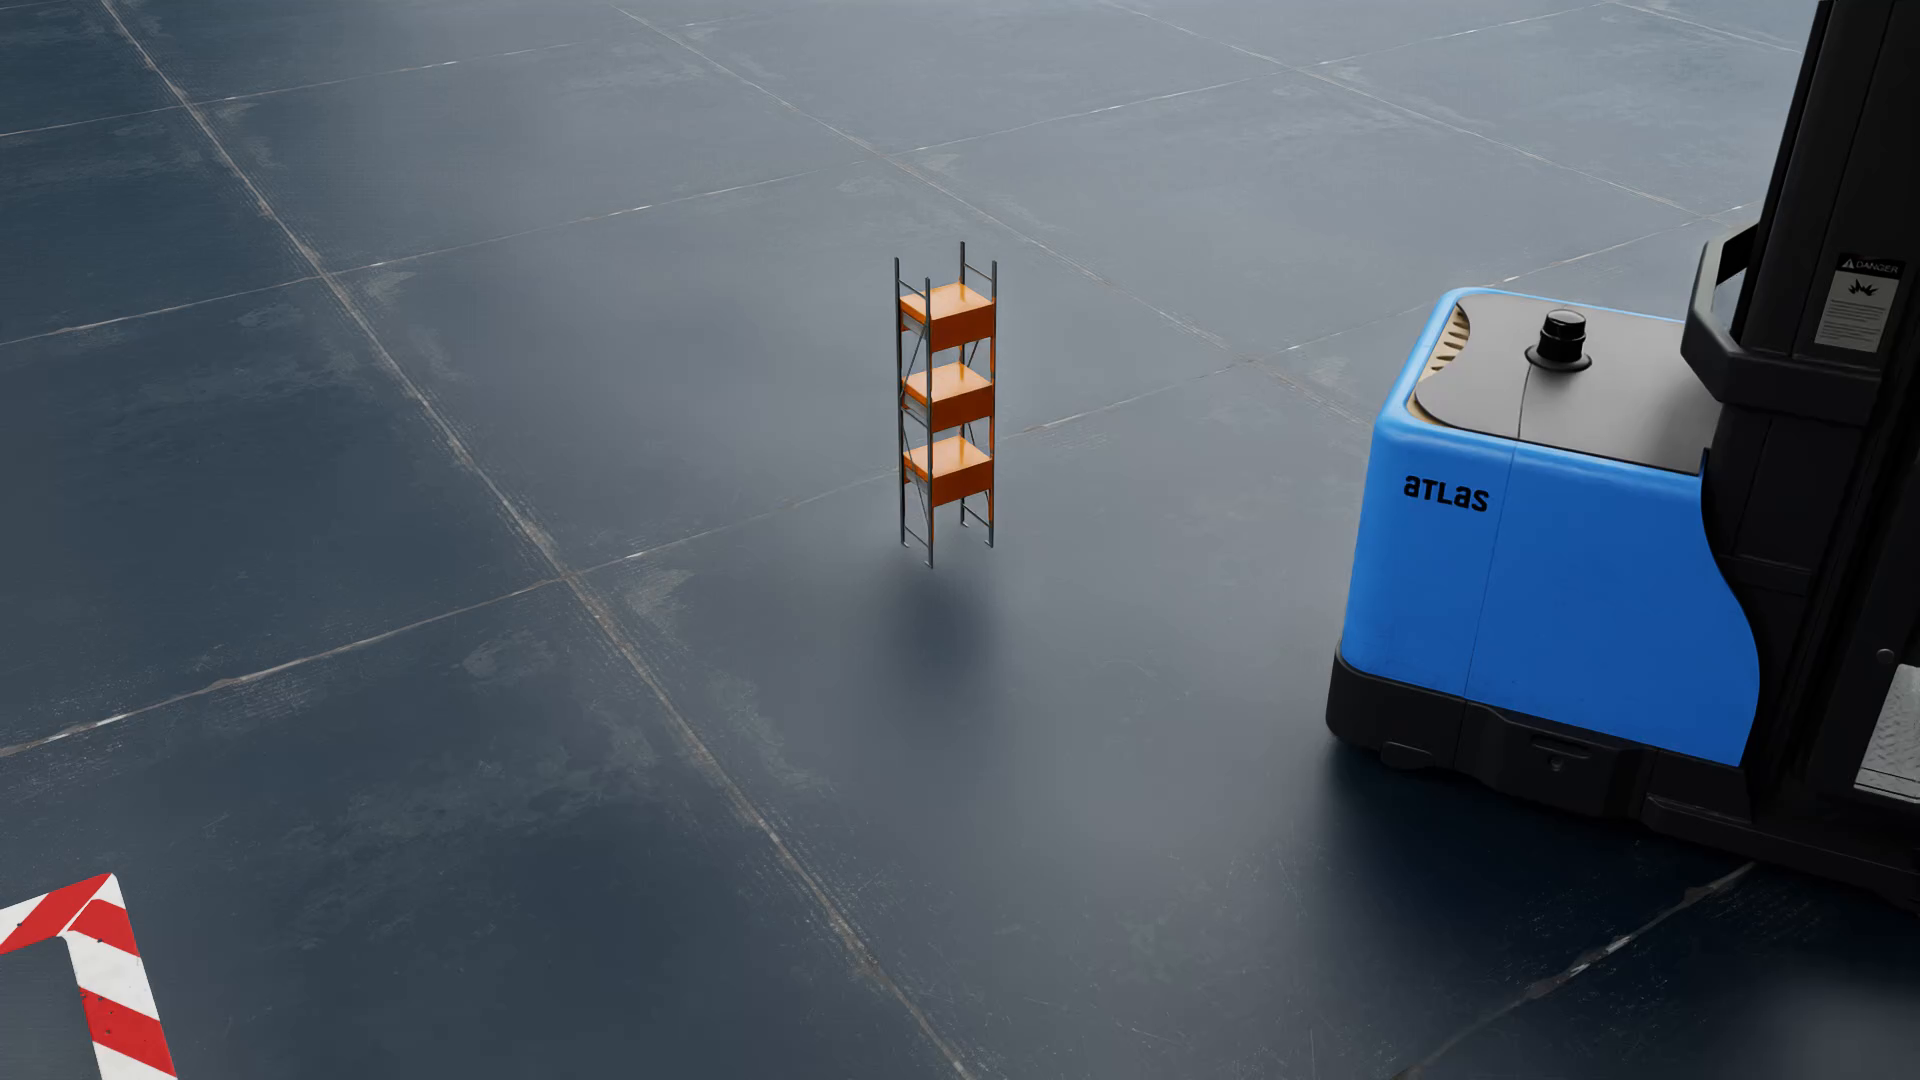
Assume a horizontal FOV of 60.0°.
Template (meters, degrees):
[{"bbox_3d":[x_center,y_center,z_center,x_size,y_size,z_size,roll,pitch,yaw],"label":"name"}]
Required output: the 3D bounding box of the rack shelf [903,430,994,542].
[{"bbox_3d":[-0.045,-0.185,5.599,0.240,0.259,0.215,-19,37,-27],"label":"rack shelf"}]

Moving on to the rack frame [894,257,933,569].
[{"bbox_3d":[-0.148,-0.393,5.389,0.008,1.050,0.200,-19,37,-27],"label":"rack frame"}]

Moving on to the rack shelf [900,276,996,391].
[{"bbox_3d":[-0.045,-0.660,5.300,0.240,0.259,0.215,-19,37,-27],"label":"rack shelf"}]

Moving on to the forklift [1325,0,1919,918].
[{"bbox_3d":[2.613,-0.542,3.861,3.031,2.935,1.130,14,35,21],"label":"forklift"}]

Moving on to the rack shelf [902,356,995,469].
[{"bbox_3d":[-0.045,-0.420,5.451,0.240,0.259,0.215,-19,37,-27],"label":"rack shelf"}]

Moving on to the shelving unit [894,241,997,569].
[{"bbox_3d":[-0.045,-0.429,5.445,0.252,1.050,0.215,-19,37,-27],"label":"shelving unit"}]

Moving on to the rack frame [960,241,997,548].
[{"bbox_3d":[0.058,-0.464,5.501,0.008,1.050,0.200,-19,37,-27],"label":"rack frame"}]
